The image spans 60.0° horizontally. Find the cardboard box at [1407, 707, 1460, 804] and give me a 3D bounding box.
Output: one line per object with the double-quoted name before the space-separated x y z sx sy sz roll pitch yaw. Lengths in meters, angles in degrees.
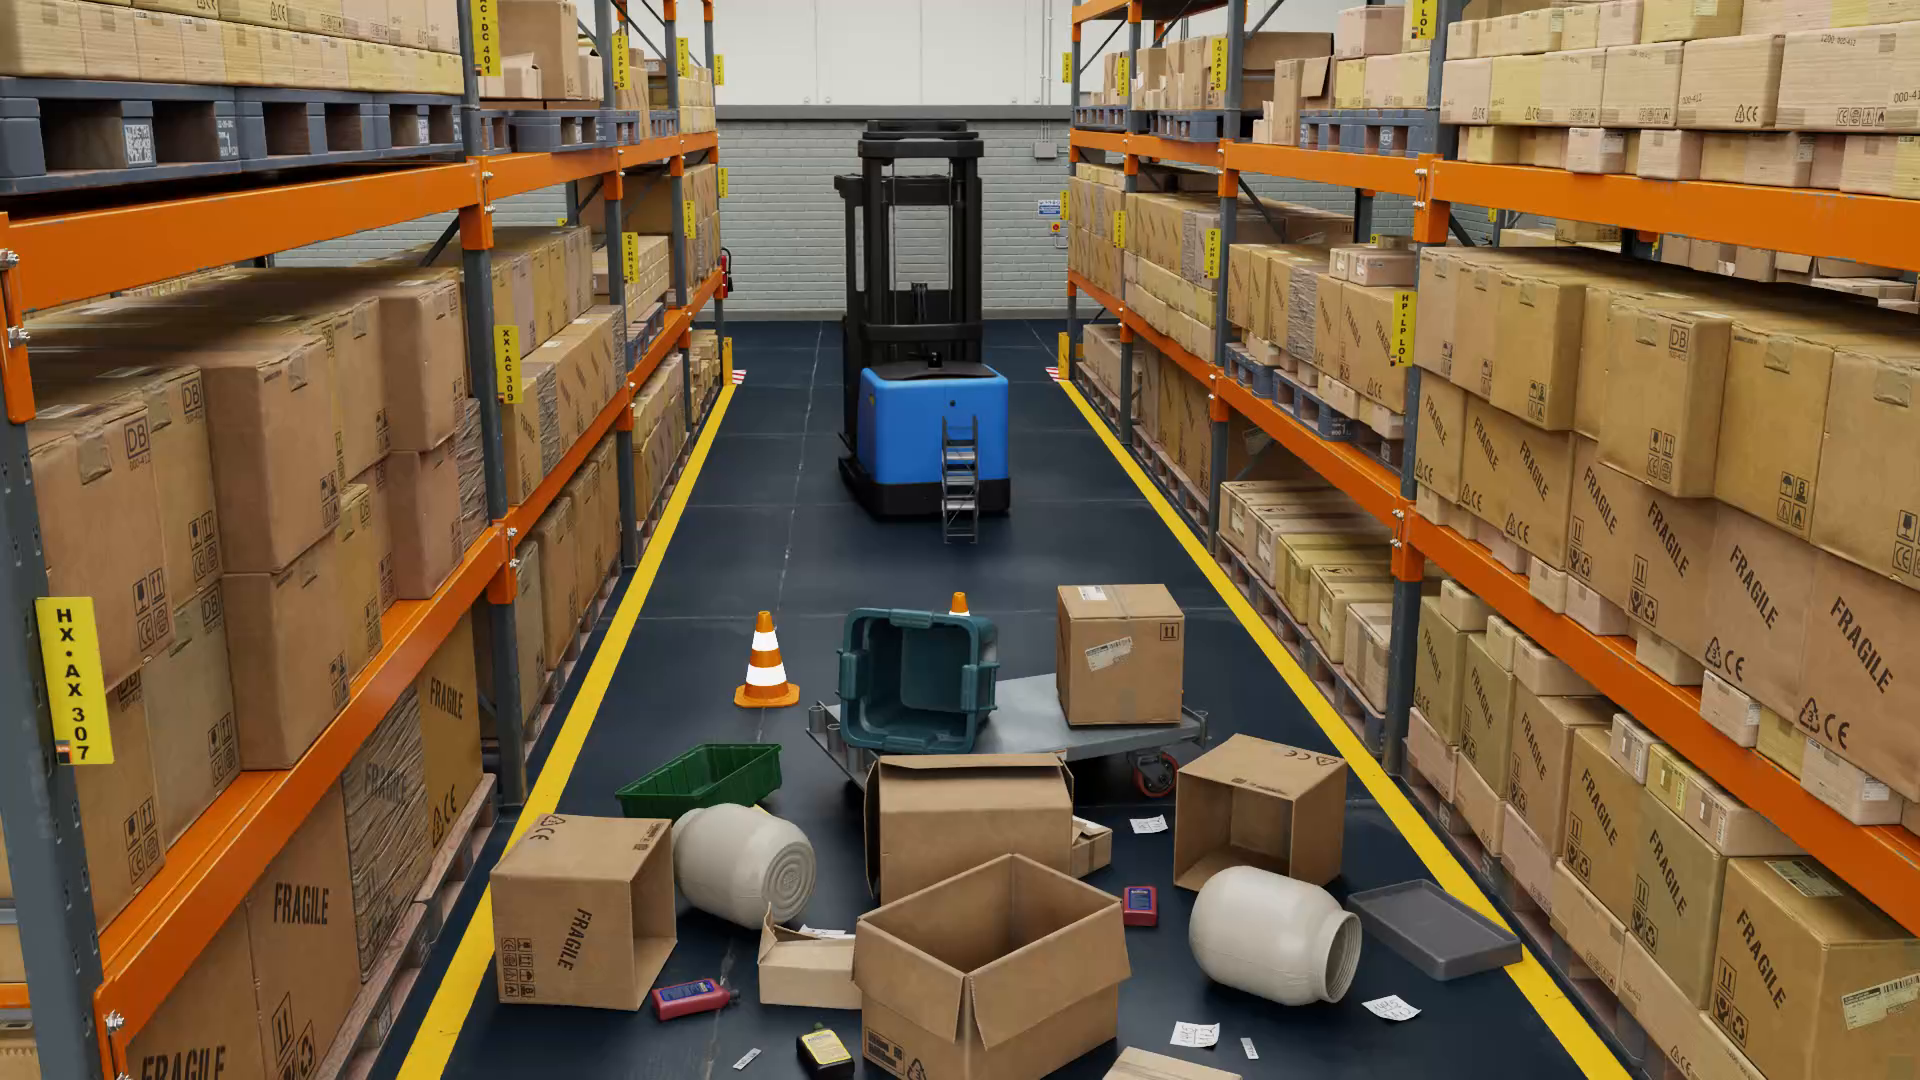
"cardboard box" 2.256 0.911 7.143 0.500 0.250 0.500 -2 15 -6

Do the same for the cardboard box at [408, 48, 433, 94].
"cardboard box" -2.070 -1.637 5.811 0.380 0.149 0.250 -1 14 -3

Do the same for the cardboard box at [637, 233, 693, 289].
"cardboard box" -2.720 -2.576 15.221 0.500 0.500 0.500 -1 14 -4

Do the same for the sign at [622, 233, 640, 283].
"sign" -2.139 -1.832 10.803 0.100 0.325 0.005 -1 14 -3

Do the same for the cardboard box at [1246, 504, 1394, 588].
"cardboard box" 2.320 0.030 10.321 0.950 0.372 0.625 -1 14 -5

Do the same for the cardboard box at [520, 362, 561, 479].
"cardboard box" -2.241 -0.576 8.044 0.500 0.500 0.500 -1 14 -3

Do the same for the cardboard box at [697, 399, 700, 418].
"cardboard box" -2.659 -1.241 15.708 0.380 0.149 0.250 0 14 -2

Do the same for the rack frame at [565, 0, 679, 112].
"rack frame" -2.941 -5.162 14.030 1.000 3.000 0.127 -1 14 -3

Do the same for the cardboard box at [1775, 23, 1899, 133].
"cardboard box" 2.420 -1.146 4.146 0.500 0.250 0.500 -1 14 -4

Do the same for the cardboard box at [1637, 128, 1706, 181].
"cardboard box" 2.296 -1.170 5.040 0.380 0.149 0.250 -1 14 -4

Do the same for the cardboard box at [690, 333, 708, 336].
"cardboard box" -2.944 -2.171 18.129 0.380 0.149 0.250 -1 14 -2

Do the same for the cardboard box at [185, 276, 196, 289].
"cardboard box" -7.664 -2.485 16.167 0.380 0.149 0.250 -1 14 -3

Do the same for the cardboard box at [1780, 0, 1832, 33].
"cardboard box" 2.437 -1.423 4.422 0.380 0.149 0.250 -1 14 -3

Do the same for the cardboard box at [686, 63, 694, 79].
"cardboard box" -2.750 -4.476 15.879 0.380 0.149 0.250 0 14 -1

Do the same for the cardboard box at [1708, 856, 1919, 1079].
"cardboard box" 2.427 1.196 4.528 0.500 0.500 0.500 -1 14 -3

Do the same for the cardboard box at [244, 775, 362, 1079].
"cardboard box" -2.362 1.167 4.892 0.875 0.875 0.875 -1 14 -4

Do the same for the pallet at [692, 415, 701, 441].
"pallet" -3.017 -1.073 15.772 1.003 0.211 1.213 -1 14 -3

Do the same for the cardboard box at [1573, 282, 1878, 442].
"cardboard box" 2.437 -0.552 5.346 0.700 0.500 0.500 -1 14 -4

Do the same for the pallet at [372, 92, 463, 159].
"pallet" -2.405 -1.473 5.890 1.003 0.211 1.213 -1 14 -3

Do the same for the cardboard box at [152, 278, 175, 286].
"cardboard box" -7.691 -2.521 15.510 0.500 0.250 0.500 -1 14 -4

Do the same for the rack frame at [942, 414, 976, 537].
"rack frame" -0.007 -0.463 12.020 0.240 0.900 0.006 -1 14 -3

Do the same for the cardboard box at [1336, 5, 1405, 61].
"cardboard box" 2.241 -2.590 8.507 0.500 0.250 0.500 -1 14 -3

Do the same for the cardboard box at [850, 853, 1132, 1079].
"cardboard box" 0.102 1.437 5.430 0.797 0.503 0.637 -13 20 -42

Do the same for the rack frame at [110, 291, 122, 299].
"rack frame" -7.897 -2.205 14.577 1.000 3.000 0.127 -1 14 -3

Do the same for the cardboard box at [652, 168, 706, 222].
"cardboard box" -2.803 -3.431 16.539 0.500 0.500 0.500 -1 14 -5

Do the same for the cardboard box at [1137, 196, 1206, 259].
"cardboard box" 1.793 -2.651 14.102 0.500 0.500 0.500 -1 14 -4

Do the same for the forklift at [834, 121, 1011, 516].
"forklift" -0.417 -1.923 13.618 1.130 2.935 3.031 -3 15 -11

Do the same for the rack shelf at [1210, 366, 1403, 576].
"rack shelf" 2.365 -0.518 9.462 1.077 0.370 4.000 -1 14 -3

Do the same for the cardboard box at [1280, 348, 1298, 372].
"cardboard box" 2.120 -1.094 9.921 0.380 0.149 0.250 0 14 0

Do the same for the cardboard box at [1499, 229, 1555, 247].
"cardboard box" 6.459 -3.385 18.867 0.500 0.250 0.500 -1 14 -3

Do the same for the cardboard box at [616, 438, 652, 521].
"cardboard box" -2.482 -0.434 11.869 0.500 0.500 0.500 -2 15 -6

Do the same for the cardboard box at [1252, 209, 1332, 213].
"cardboard box" 2.415 -2.146 12.139 0.500 0.500 0.500 -1 14 -3

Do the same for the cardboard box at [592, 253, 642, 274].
"cardboard box" -2.611 -2.076 12.544 0.380 0.149 0.250 0 14 -2

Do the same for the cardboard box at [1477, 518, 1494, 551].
"cardboard box" 2.303 -0.036 6.651 0.380 0.149 0.250 -1 14 -4

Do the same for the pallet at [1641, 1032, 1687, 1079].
"pallet" 2.717 1.755 4.781 1.003 0.211 1.213 -1 14 -3

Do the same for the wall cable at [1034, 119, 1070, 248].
"wall cable" 1.373 -5.262 24.357 0.585 1.953 0.123 -1 14 -3

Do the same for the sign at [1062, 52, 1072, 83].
"sign" 1.192 -5.260 18.518 0.100 0.325 0.005 -1 14 -3

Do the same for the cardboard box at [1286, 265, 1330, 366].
"cardboard box" 2.141 -1.258 9.255 0.500 0.500 0.500 -1 14 -6

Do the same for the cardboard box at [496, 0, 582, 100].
"cardboard box" -2.306 -2.587 8.796 0.500 0.500 0.500 -1 14 -3

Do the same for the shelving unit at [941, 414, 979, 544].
"shelving unit" 0.000 -0.438 11.922 0.258 0.900 0.210 -1 14 -3

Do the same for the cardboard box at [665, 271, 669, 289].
"cardboard box" -2.718 -2.243 14.384 0.380 0.149 0.250 -1 14 -5

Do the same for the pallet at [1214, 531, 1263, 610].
"pallet" 2.288 0.181 10.897 1.003 0.211 1.213 -1 14 -3

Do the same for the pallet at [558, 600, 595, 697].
"pallet" -2.647 0.589 9.315 1.003 0.211 1.213 -1 14 -3

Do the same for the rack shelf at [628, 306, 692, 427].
"rack shelf" -2.817 -1.411 12.934 1.077 0.370 4.000 -1 14 -3

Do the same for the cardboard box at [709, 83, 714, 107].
"cardboard box" -2.906 -4.763 17.796 0.500 0.250 0.500 -1 14 -5

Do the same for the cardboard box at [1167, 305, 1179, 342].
"cardboard box" 1.889 -1.665 12.778 0.500 0.250 0.500 -1 14 -4

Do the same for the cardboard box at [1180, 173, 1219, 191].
"cardboard box" 2.233 -3.287 15.275 0.380 0.149 0.250 -1 14 -4

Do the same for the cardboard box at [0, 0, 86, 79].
"cardboard box" -1.898 -0.945 3.121 0.380 0.149 0.250 -1 14 -3

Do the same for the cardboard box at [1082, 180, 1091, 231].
"cardboard box" 1.570 -3.506 17.424 0.500 0.500 0.500 -1 14 -4

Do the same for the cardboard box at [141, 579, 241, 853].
"cardboard box" -2.321 0.427 4.046 0.875 0.550 0.550 -1 14 -3

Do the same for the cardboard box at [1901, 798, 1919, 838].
"cardboard box" 2.501 0.658 3.953 0.380 0.149 0.250 0 14 -2

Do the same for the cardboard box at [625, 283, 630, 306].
"cardboard box" -2.561 -1.745 11.852 0.380 0.149 0.250 -1 14 -5

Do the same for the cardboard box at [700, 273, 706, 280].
"cardboard box" -2.852 -2.799 17.391 0.380 0.149 0.250 -2 15 -6
